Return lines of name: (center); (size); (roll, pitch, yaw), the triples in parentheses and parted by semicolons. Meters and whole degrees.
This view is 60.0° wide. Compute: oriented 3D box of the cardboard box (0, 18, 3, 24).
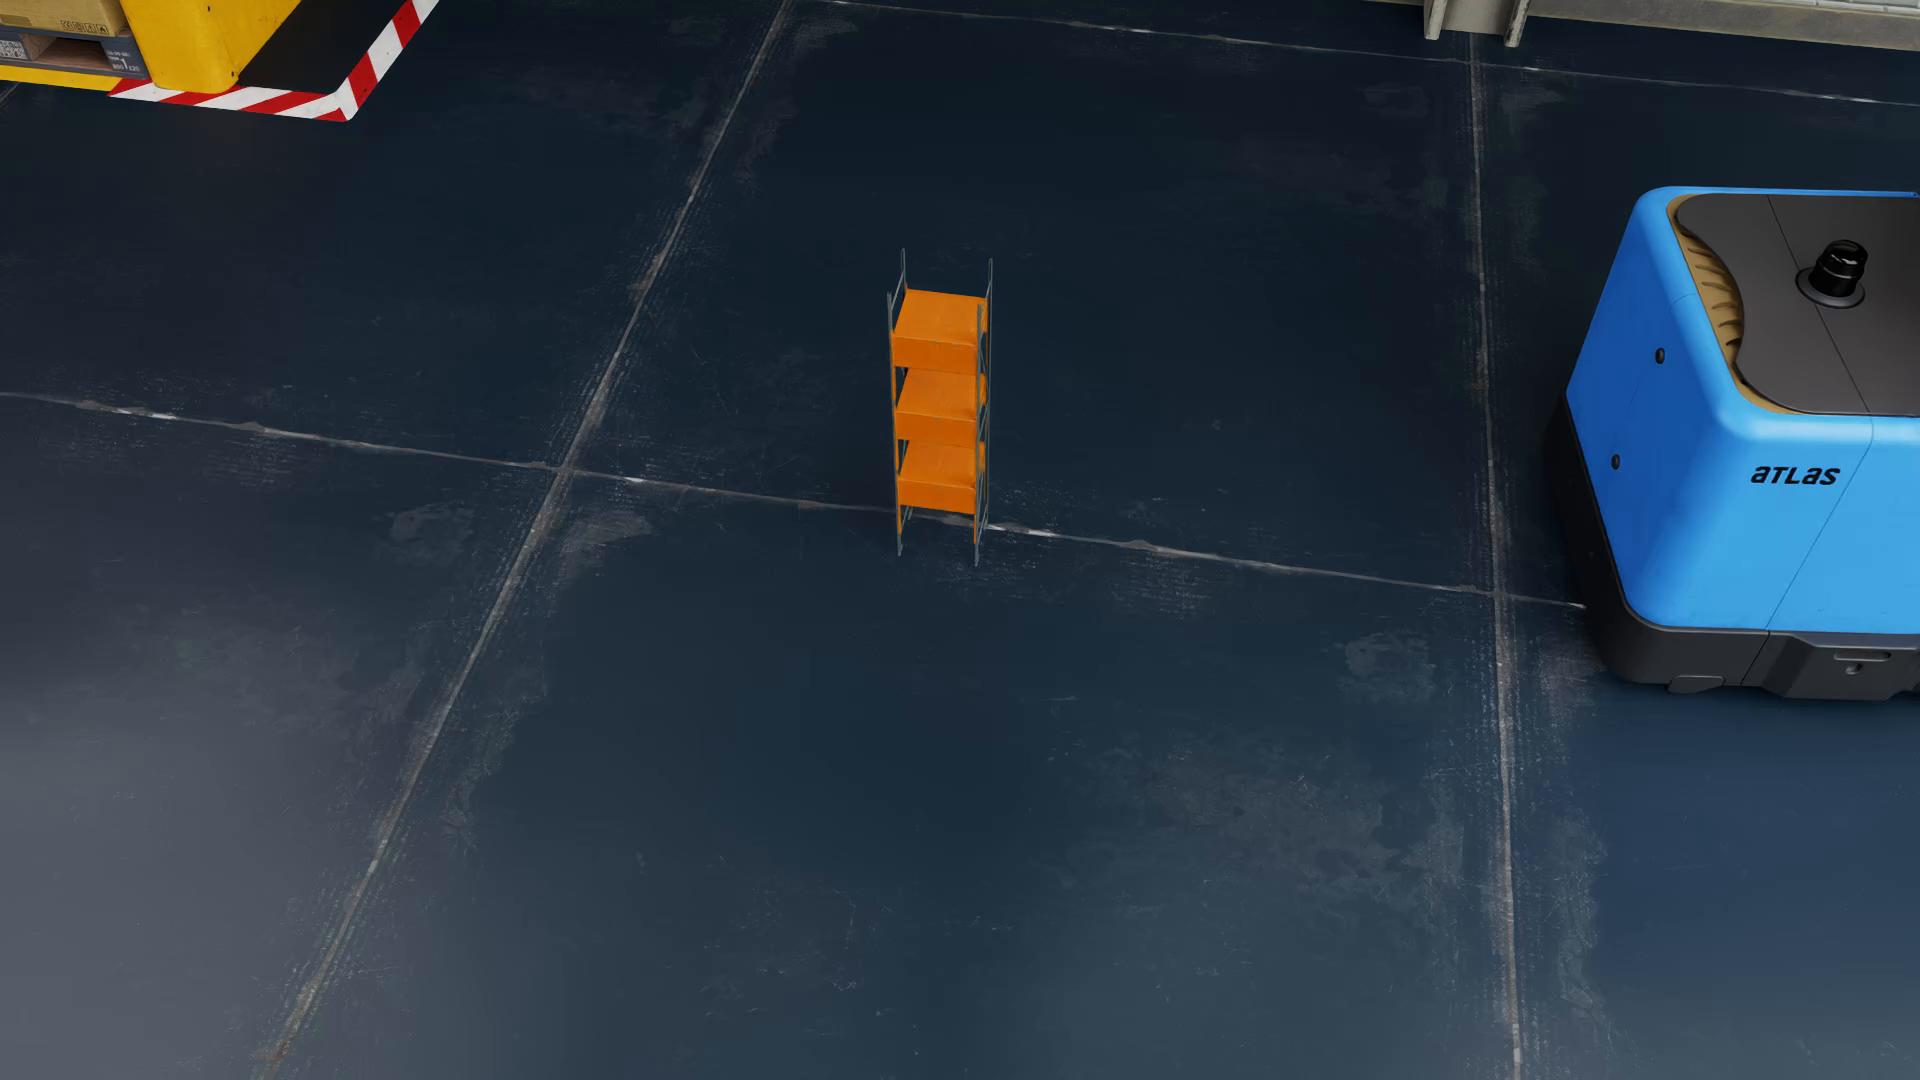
cardboard box: (-4.152, -2.428, 6.982); (0.500, 0.250, 0.500); (8, 49, 7)

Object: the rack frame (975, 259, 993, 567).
rack frame: (0.067, -0.342, 4.851); (0.008, 1.050, 0.200); (8, 49, 7)

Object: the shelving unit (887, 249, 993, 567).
shelving unit: (-0.053, -0.358, 4.866); (0.252, 1.050, 0.215); (8, 49, 7)

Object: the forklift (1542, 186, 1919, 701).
forklift: (3.394, -0.868, 4.060); (3.031, 2.935, 1.130); (2, 48, 2)

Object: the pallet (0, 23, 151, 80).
pallet: (-3.905, -2.442, 7.302); (1.213, 0.211, 1.003); (8, 49, 7)

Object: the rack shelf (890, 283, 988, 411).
rack shelf: (-0.053, -0.541, 4.663); (0.240, 0.259, 0.215); (8, 49, 7)

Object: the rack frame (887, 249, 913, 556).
rack frame: (-0.173, -0.374, 4.880); (0.008, 1.050, 0.200); (8, 49, 7)

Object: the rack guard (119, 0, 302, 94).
rack guard: (-3.122, -2.465, 7.129); (0.348, 0.500, 1.175); (8, 49, 7)

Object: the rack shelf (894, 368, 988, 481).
rack shelf: (-0.053, -0.351, 4.874); (0.240, 0.259, 0.215); (8, 49, 7)

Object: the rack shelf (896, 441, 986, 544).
rack shelf: (-0.053, -0.165, 5.080); (0.240, 0.259, 0.215); (8, 49, 7)

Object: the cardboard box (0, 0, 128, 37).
cardboard box: (-3.664, -2.356, 6.916); (0.500, 0.250, 0.500); (8, 49, 7)
